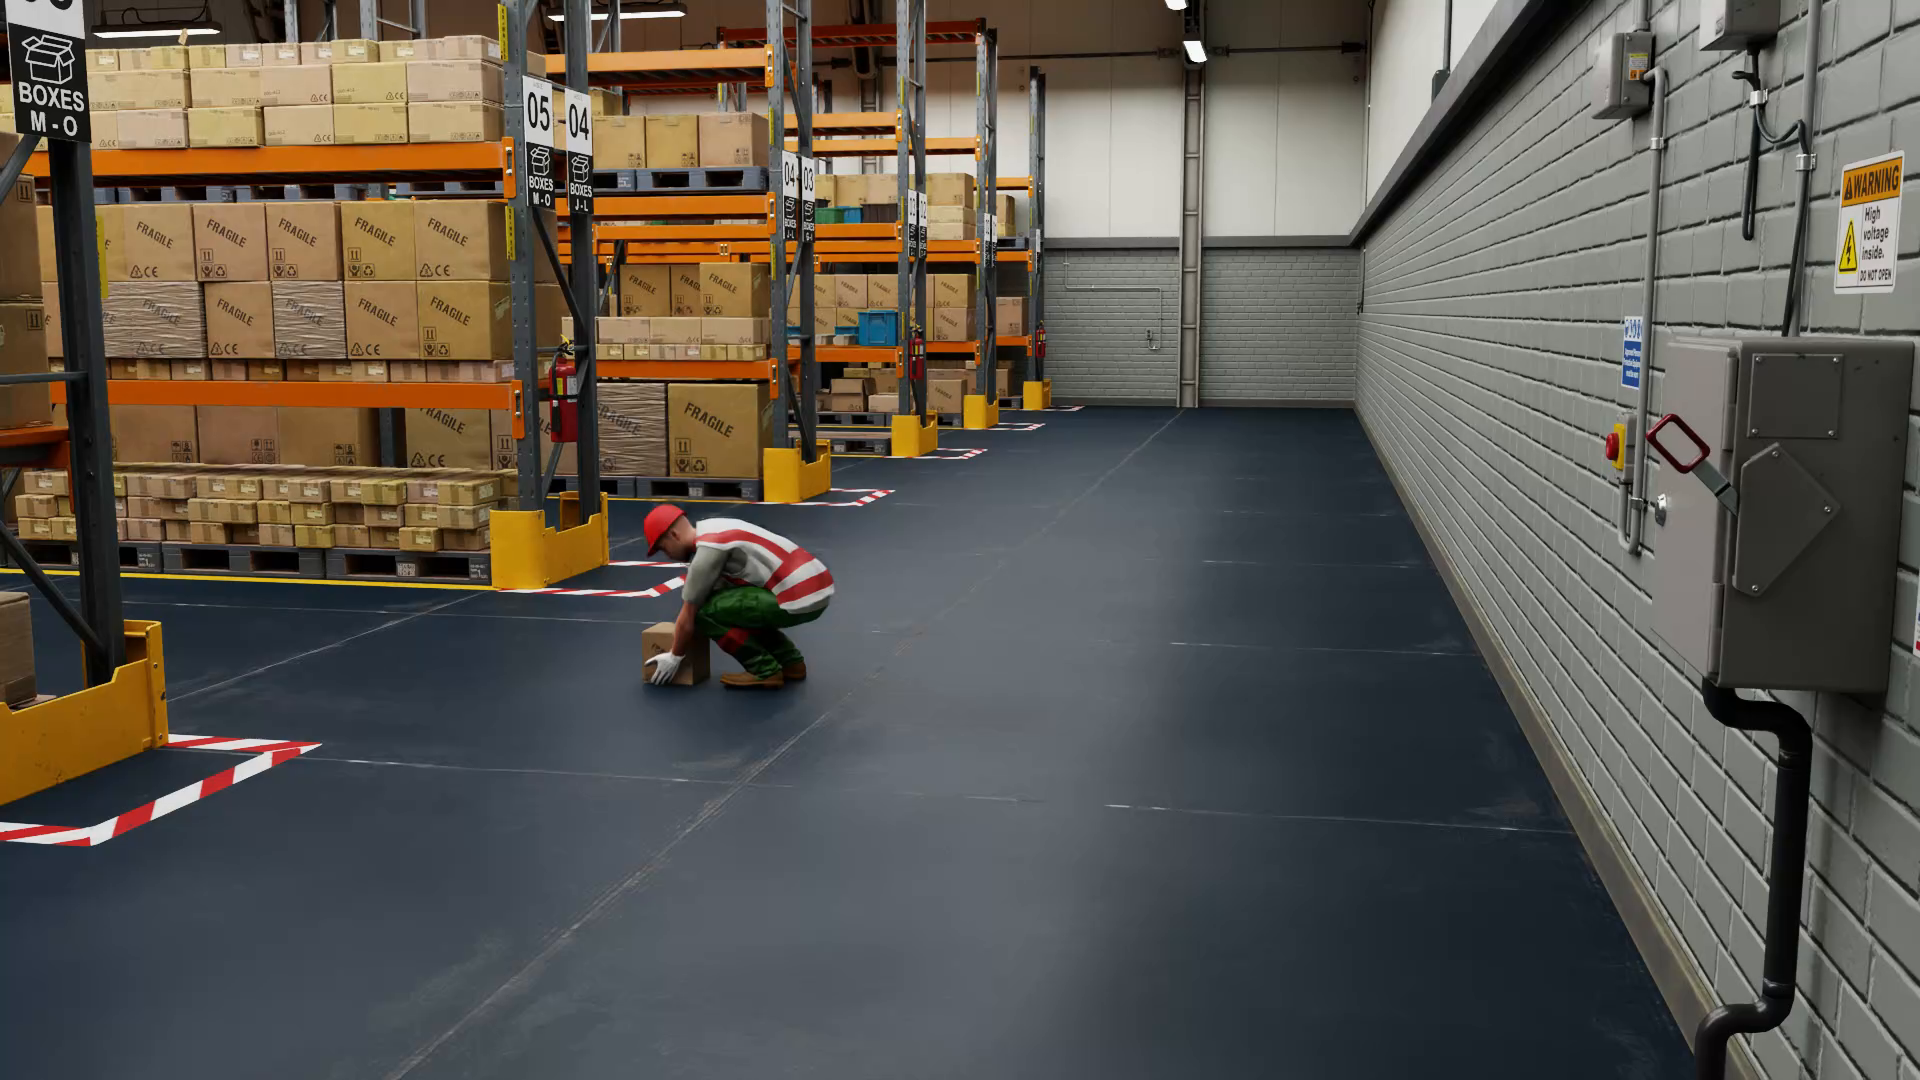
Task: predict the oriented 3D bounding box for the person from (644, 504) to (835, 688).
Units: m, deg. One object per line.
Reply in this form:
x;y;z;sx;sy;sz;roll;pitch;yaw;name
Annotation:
-1.053;0.268;7.911;0.890;0.880;0.563;2;8;11;person
